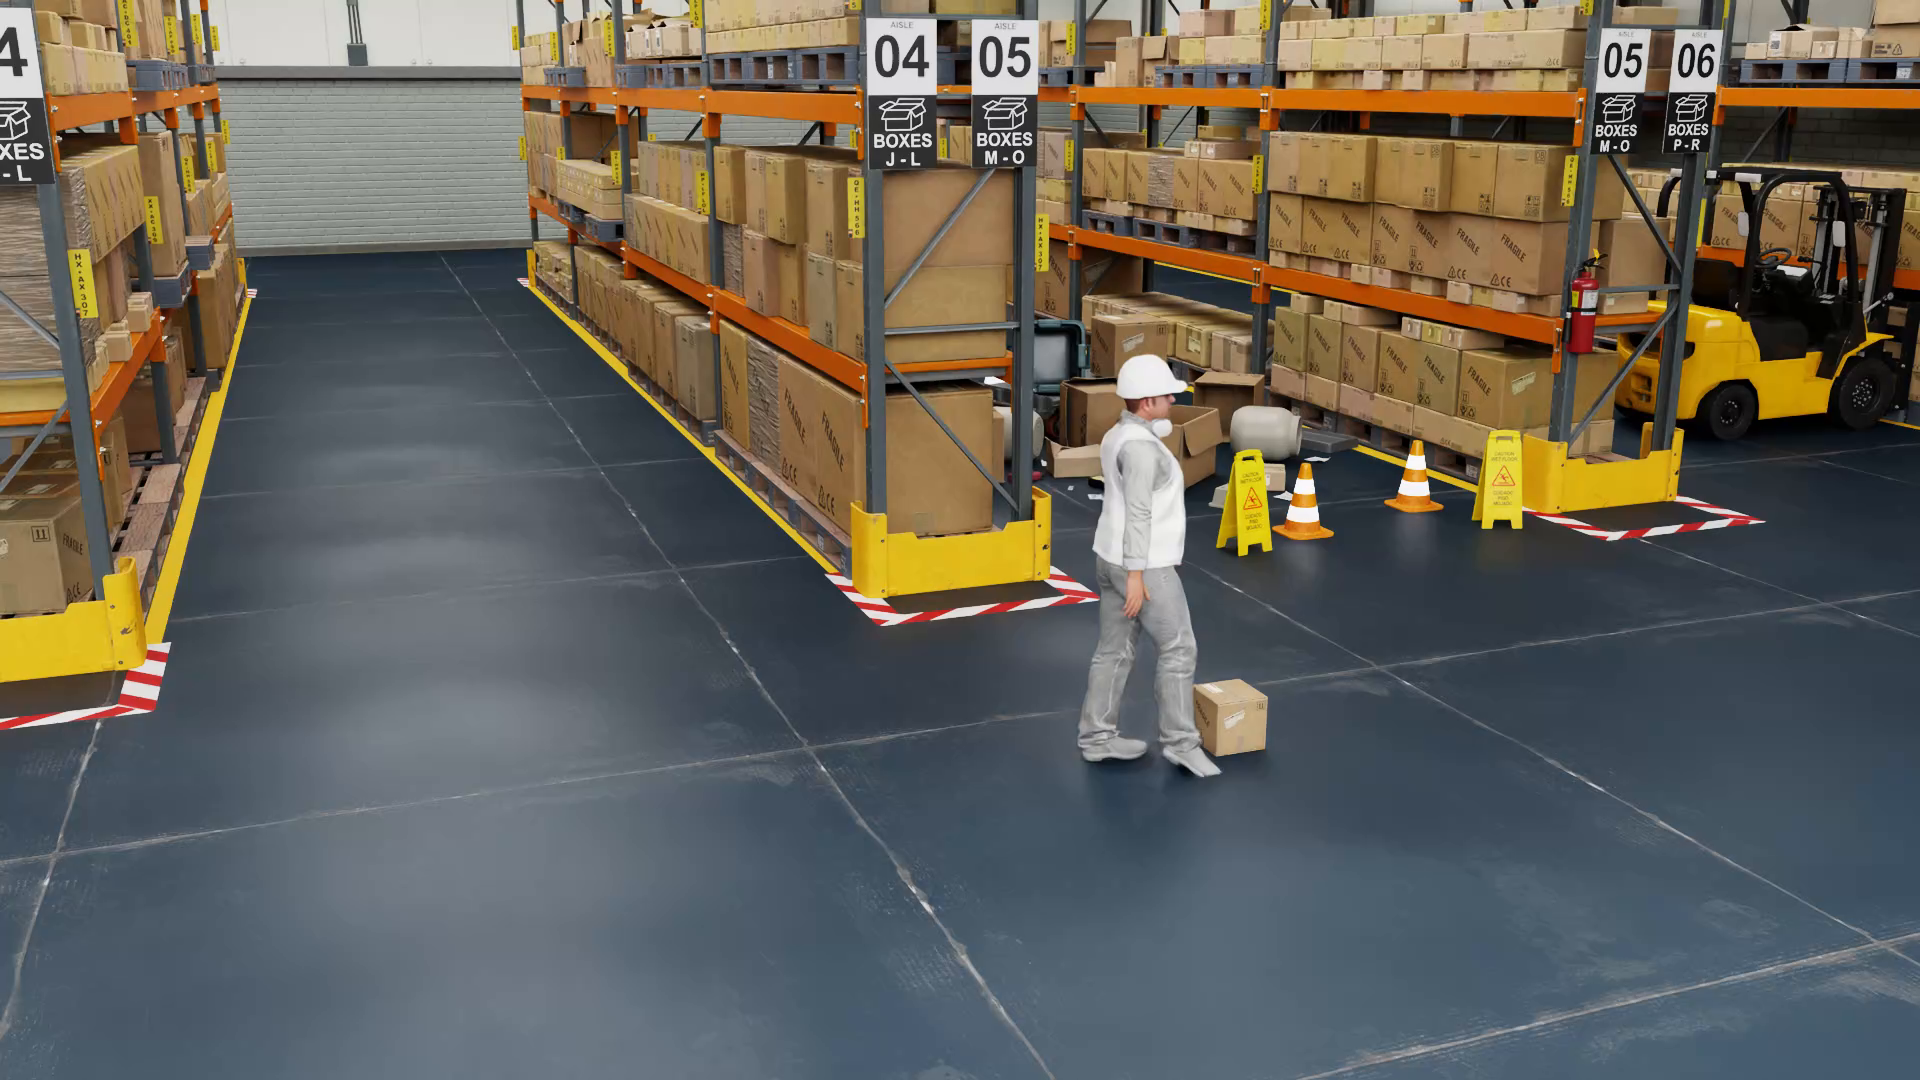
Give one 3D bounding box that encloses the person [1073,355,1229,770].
[{"bbox_3d":[0.799,0.091,7.109,0.646,1.774,0.581,-4,16,-15],"label":"person"}]
